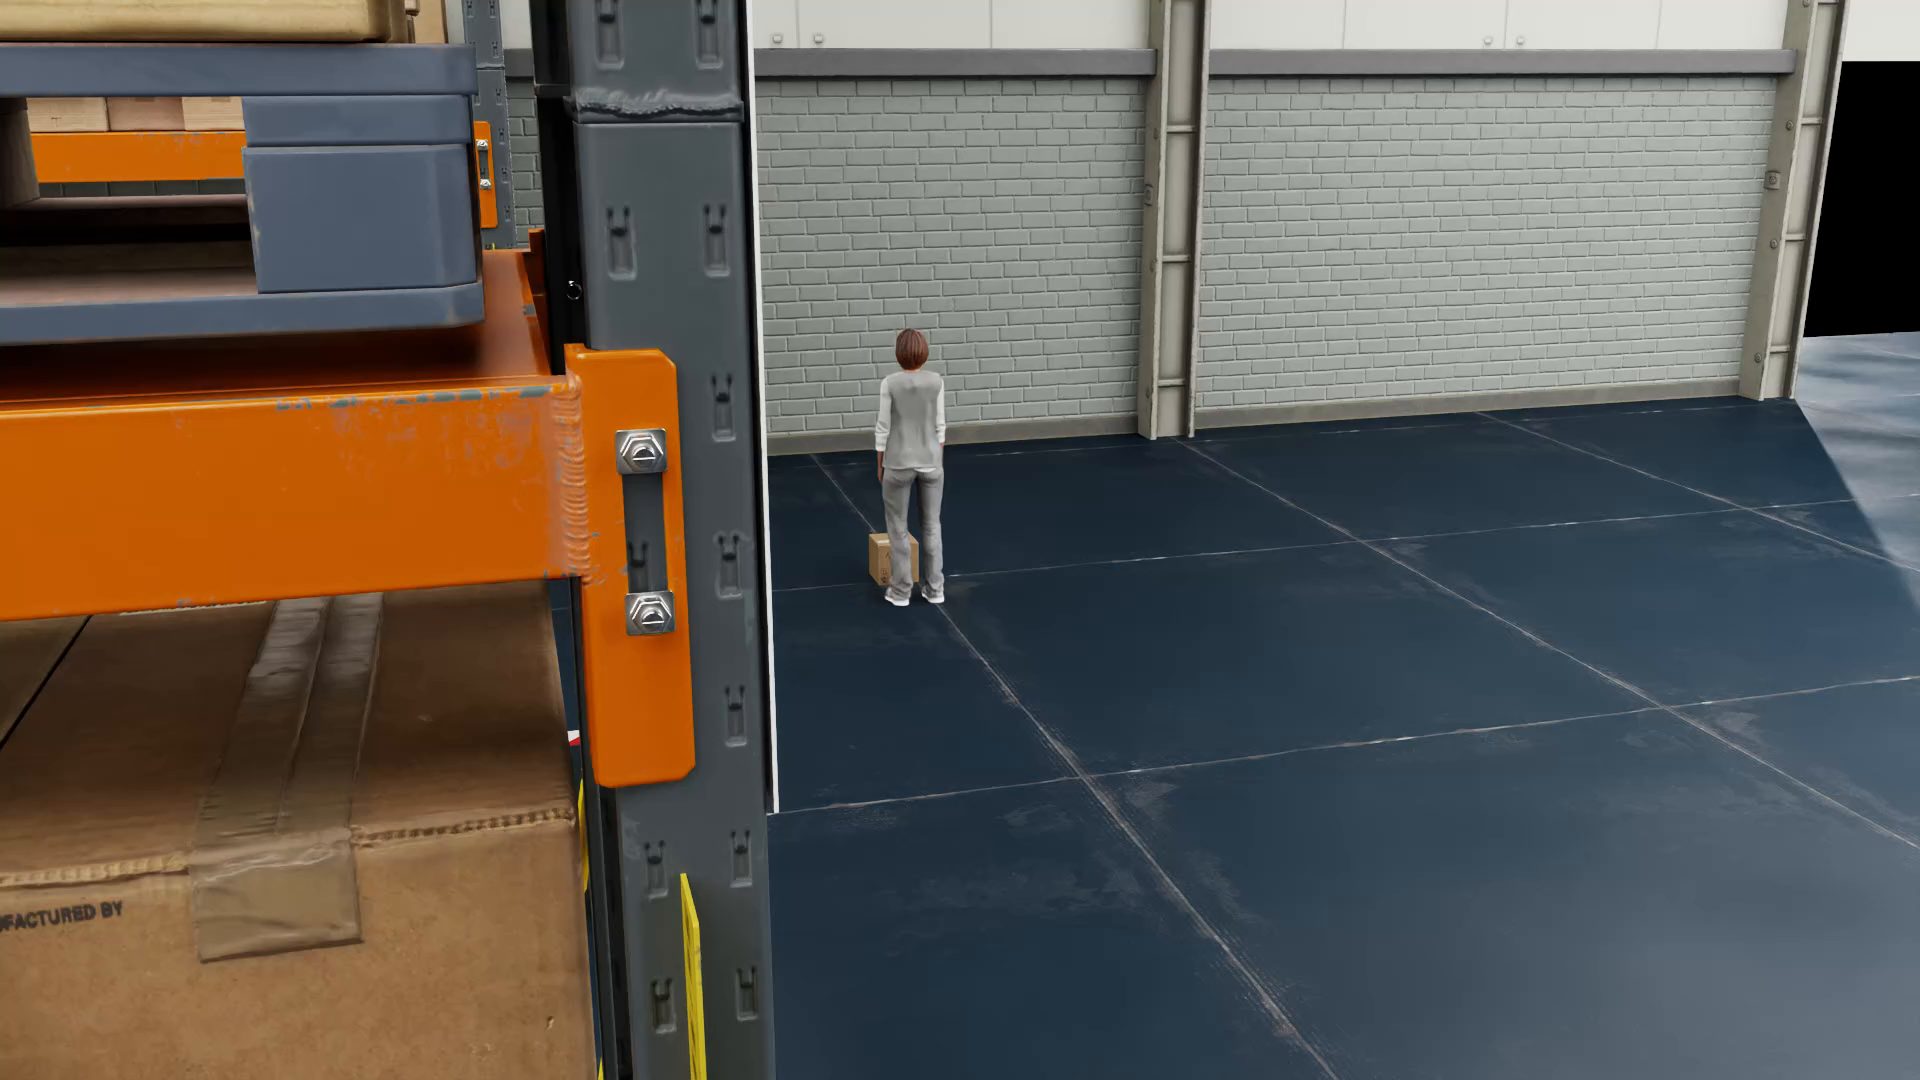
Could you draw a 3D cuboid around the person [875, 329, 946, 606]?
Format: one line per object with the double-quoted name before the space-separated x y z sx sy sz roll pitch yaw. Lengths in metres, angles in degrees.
"person" -0.283 -0.407 9.453 0.406 1.598 0.303 -4 17 -14
